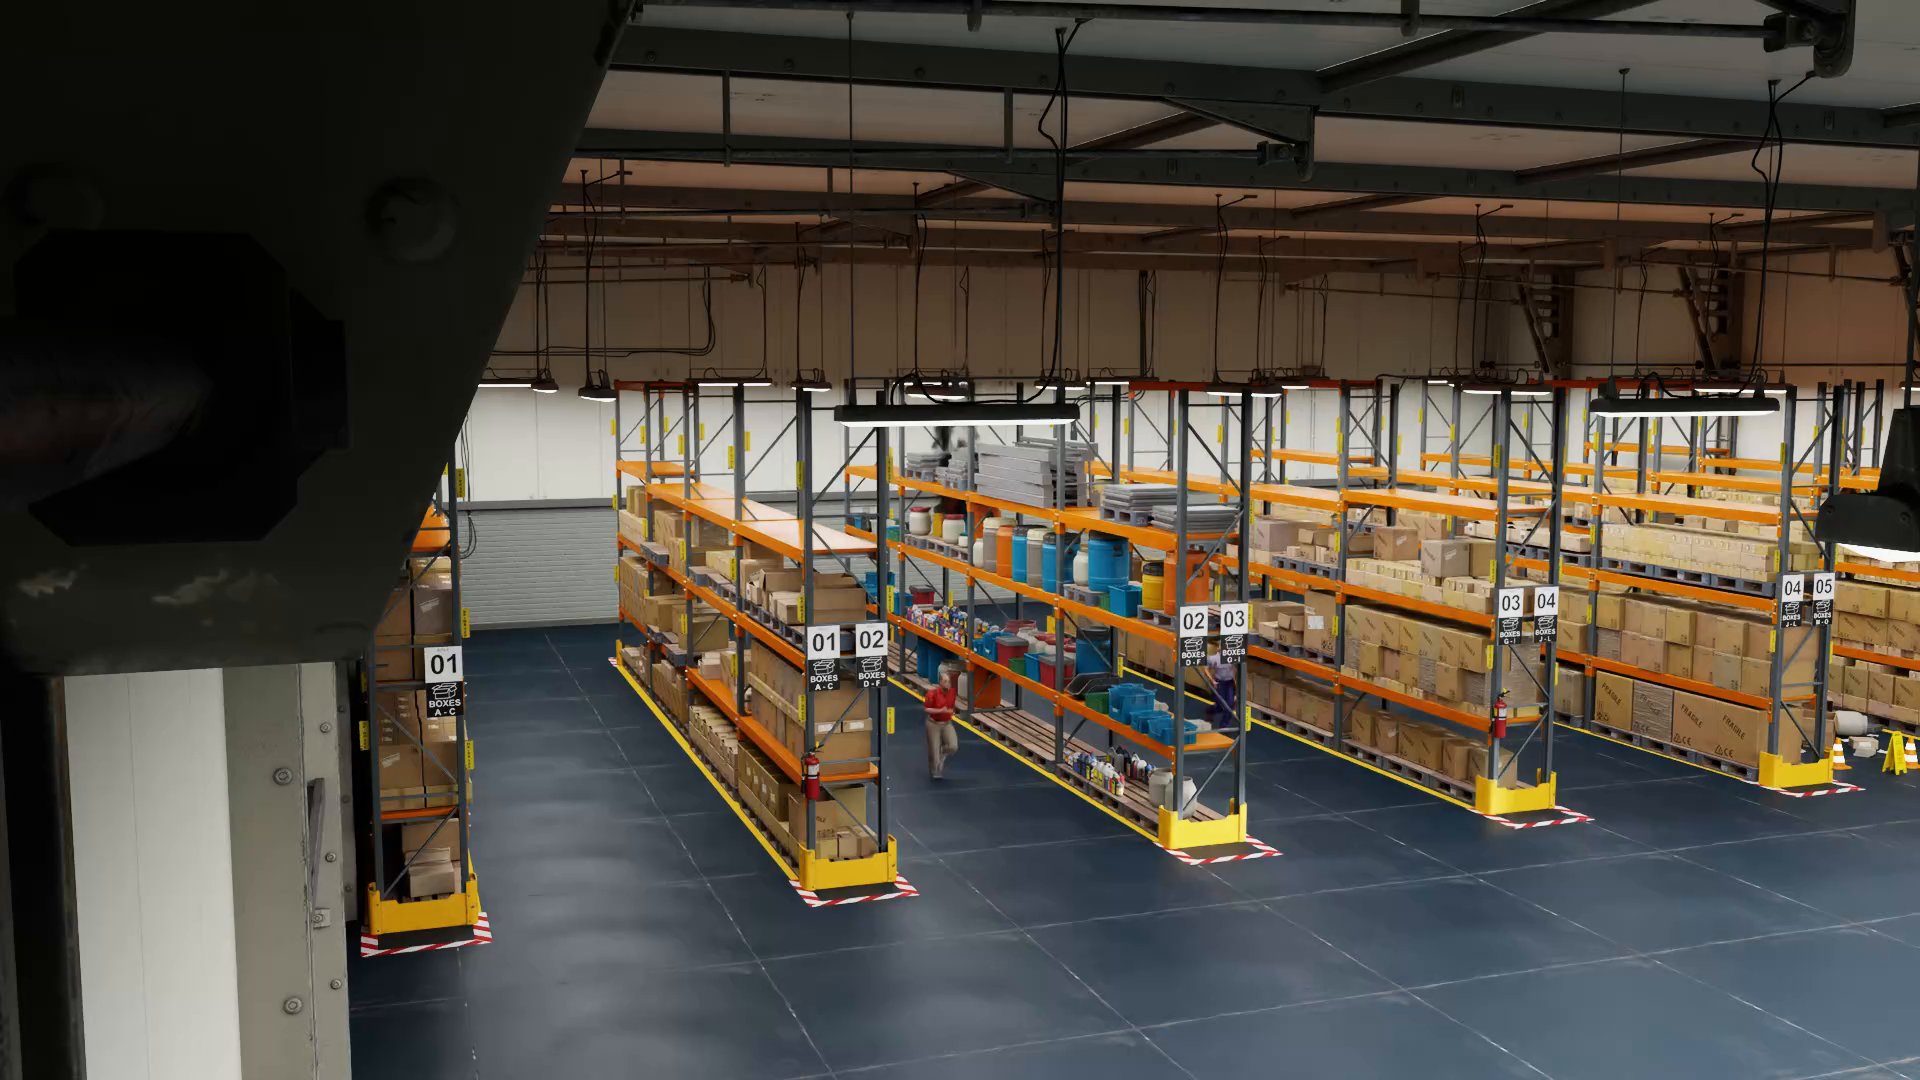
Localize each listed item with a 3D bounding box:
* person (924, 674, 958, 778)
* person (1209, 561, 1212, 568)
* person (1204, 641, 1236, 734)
[{"bbox_3d":[-0.257,2.833,25.234,0.653,1.651,0.786,-3,7,-27],"label":"person"},{"bbox_3d":[5.914,1.243,40.750,0.792,1.574,0.625,5,8,37],"label":"person"},{"bbox_3d":[4.512,2.517,28.709,0.614,1.609,0.575,-3,7,-23],"label":"person"}]
